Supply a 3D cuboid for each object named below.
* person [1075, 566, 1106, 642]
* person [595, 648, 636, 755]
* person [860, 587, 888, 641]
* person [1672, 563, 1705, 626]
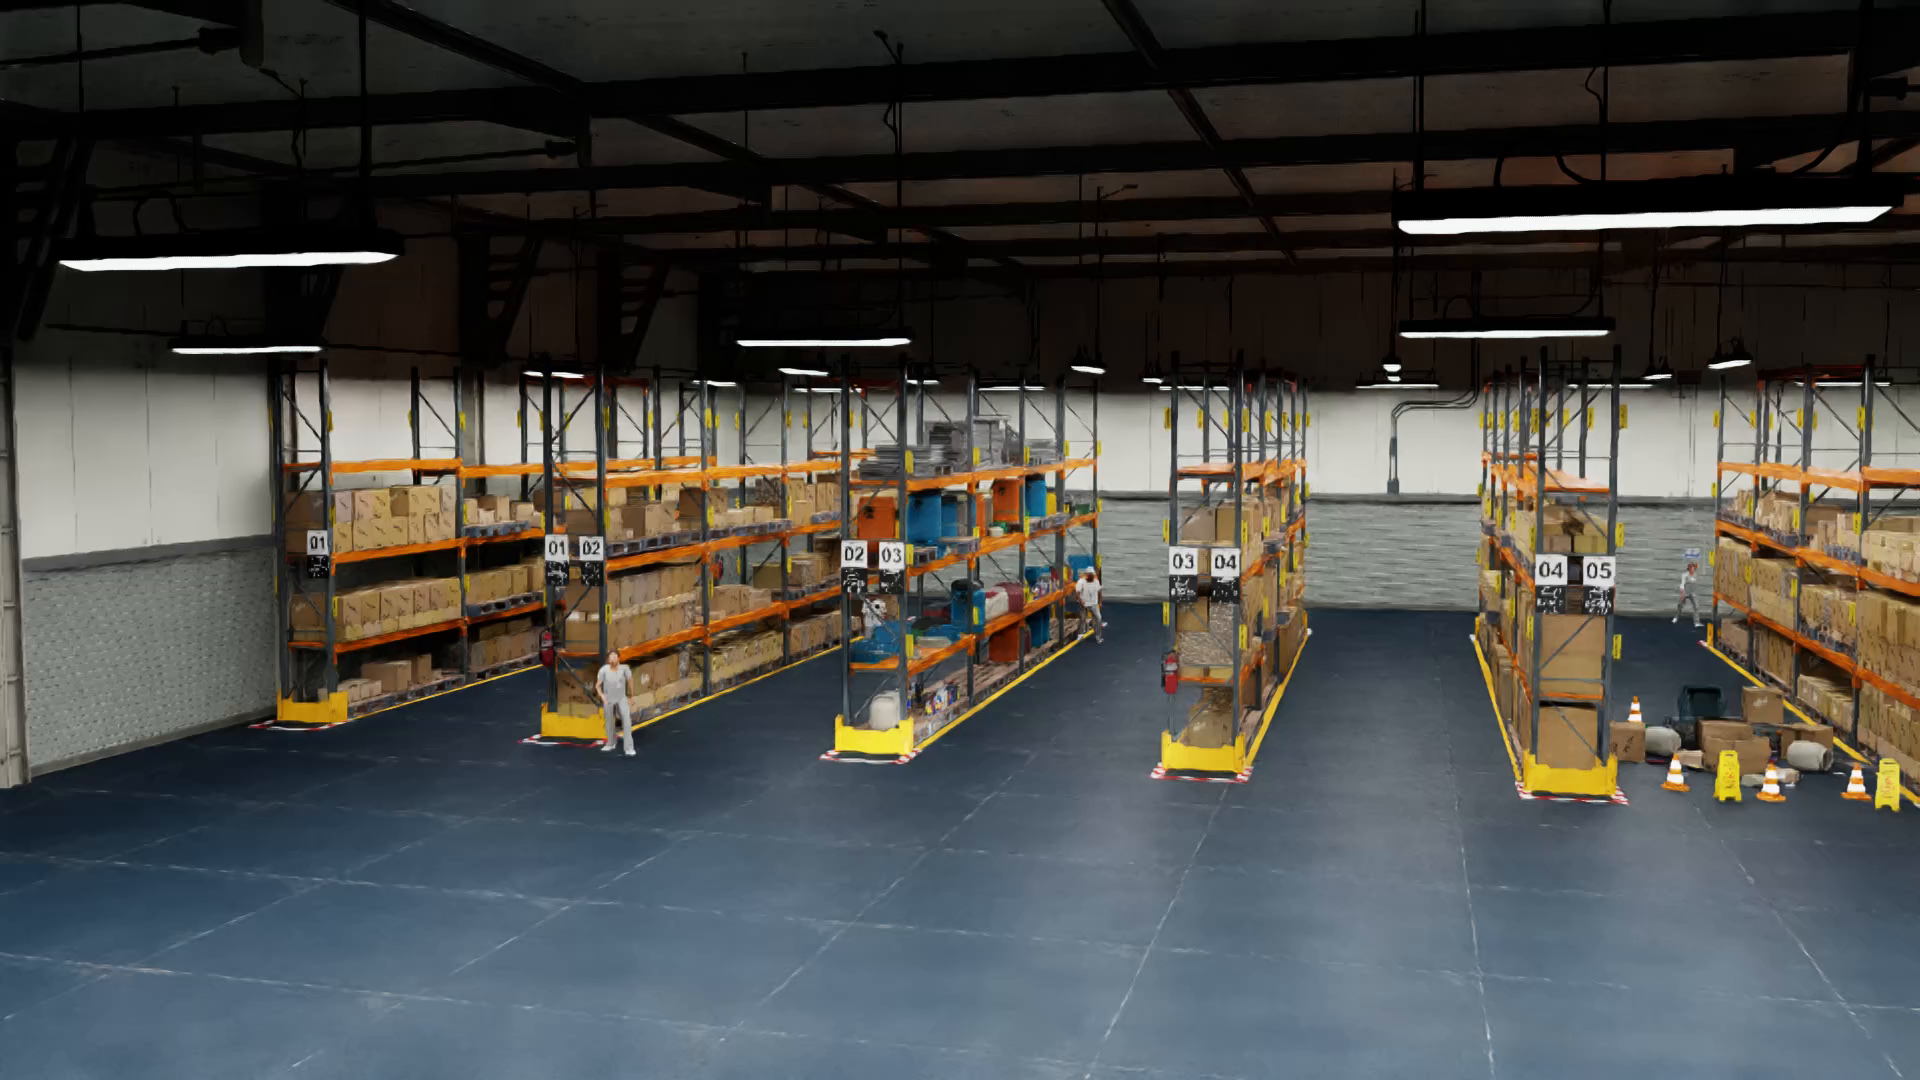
[{"bbox_3d":[2.908,1.440,37.516,0.689,1.712,0.754,-1,4,-11],"label":"person"},{"bbox_3d":[-5.127,2.418,24.896,0.614,1.578,0.799,0,4,-4],"label":"person"},{"bbox_3d":[-1.756,1.756,33.945,0.592,1.629,0.532,1,4,12],"label":"person"},{"bbox_3d":[17.785,1.311,40.612,0.453,1.538,0.881,-1,4,-9],"label":"person"}]
